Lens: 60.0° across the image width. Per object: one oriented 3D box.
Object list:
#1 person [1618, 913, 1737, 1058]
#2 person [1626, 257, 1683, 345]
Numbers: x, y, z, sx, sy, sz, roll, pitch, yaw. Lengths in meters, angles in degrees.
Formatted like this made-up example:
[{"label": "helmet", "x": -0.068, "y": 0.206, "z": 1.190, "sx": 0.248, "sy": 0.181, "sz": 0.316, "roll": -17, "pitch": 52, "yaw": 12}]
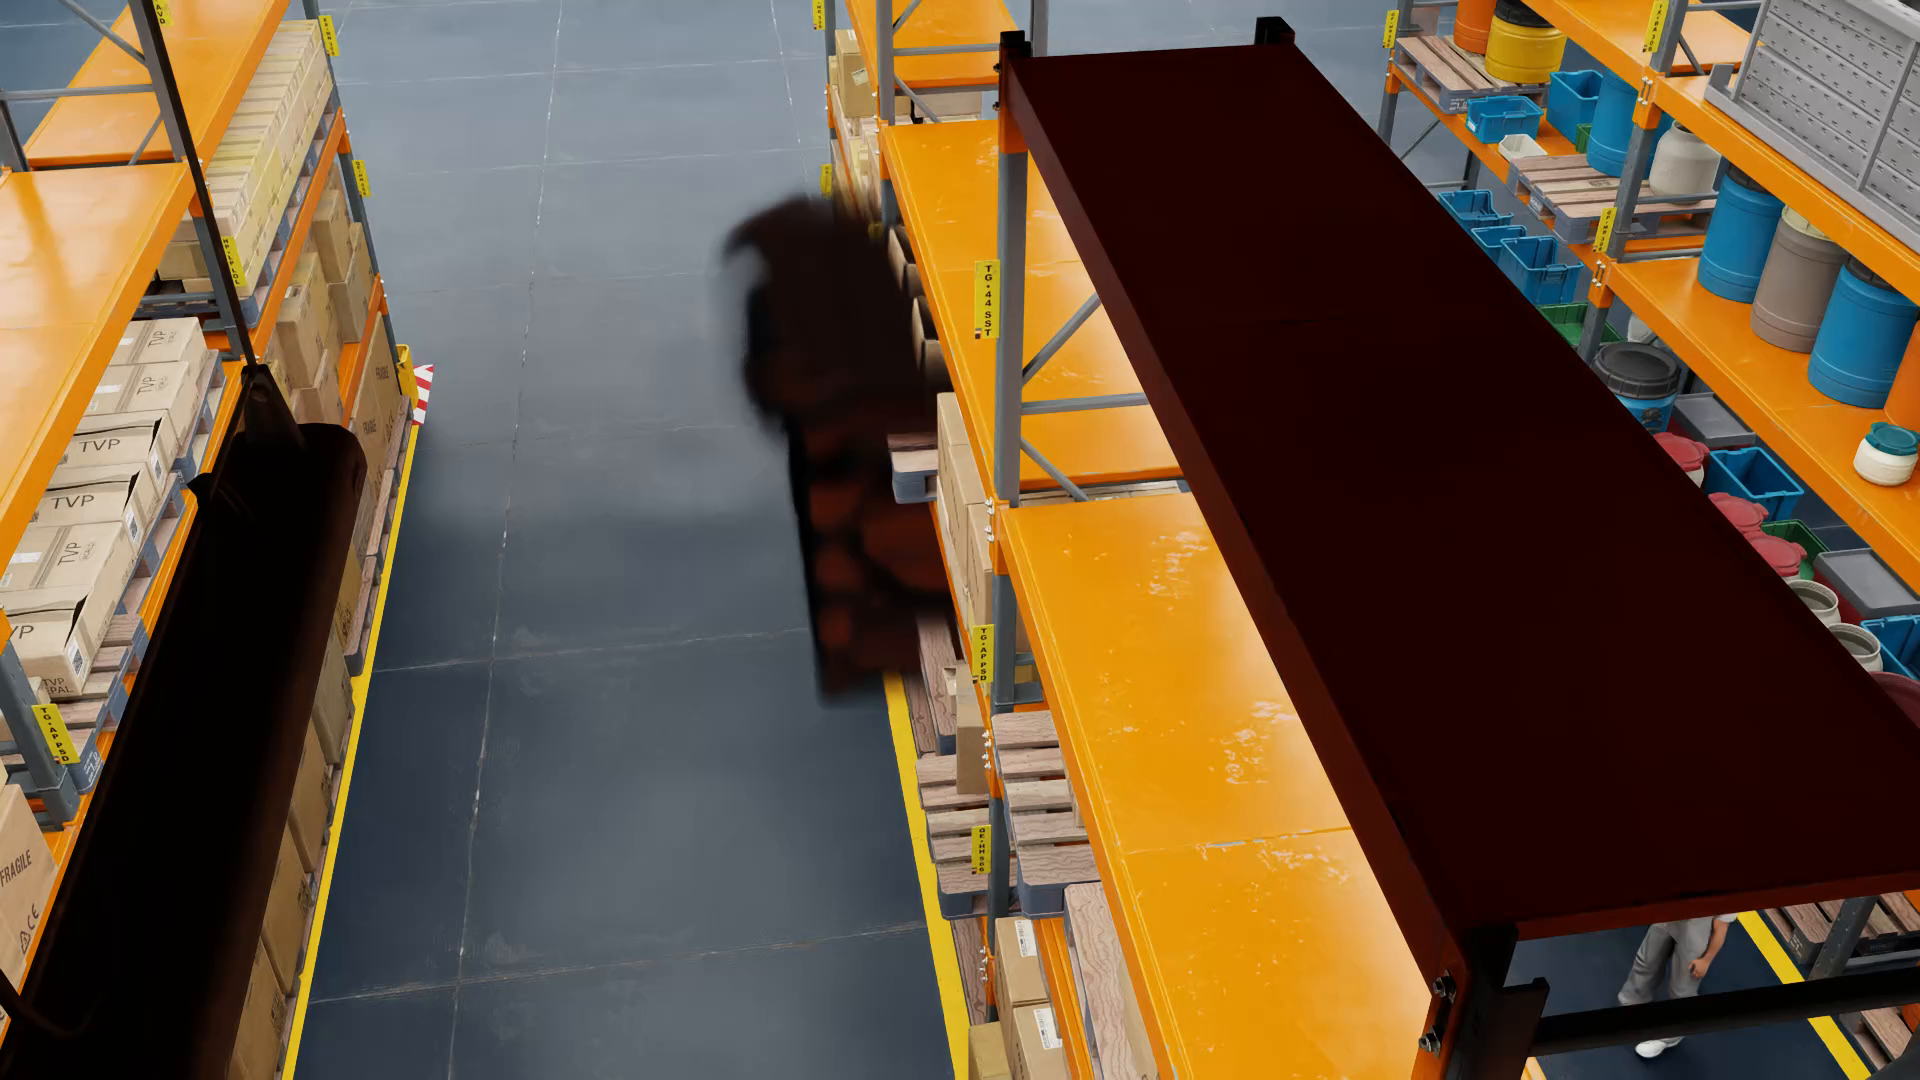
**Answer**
[{"label": "person", "x": 3.938, "y": 2.143, "z": 9.105, "sx": 0.404, "sy": 1.674, "sz": 0.501, "roll": -8, "pitch": 37, "yaw": -10}, {"label": "person", "x": 6.240, "y": -2.303, "z": 15.132, "sx": 0.597, "sy": 1.781, "sz": 0.692, "roll": 1, "pitch": 36, "yaw": 1}]
